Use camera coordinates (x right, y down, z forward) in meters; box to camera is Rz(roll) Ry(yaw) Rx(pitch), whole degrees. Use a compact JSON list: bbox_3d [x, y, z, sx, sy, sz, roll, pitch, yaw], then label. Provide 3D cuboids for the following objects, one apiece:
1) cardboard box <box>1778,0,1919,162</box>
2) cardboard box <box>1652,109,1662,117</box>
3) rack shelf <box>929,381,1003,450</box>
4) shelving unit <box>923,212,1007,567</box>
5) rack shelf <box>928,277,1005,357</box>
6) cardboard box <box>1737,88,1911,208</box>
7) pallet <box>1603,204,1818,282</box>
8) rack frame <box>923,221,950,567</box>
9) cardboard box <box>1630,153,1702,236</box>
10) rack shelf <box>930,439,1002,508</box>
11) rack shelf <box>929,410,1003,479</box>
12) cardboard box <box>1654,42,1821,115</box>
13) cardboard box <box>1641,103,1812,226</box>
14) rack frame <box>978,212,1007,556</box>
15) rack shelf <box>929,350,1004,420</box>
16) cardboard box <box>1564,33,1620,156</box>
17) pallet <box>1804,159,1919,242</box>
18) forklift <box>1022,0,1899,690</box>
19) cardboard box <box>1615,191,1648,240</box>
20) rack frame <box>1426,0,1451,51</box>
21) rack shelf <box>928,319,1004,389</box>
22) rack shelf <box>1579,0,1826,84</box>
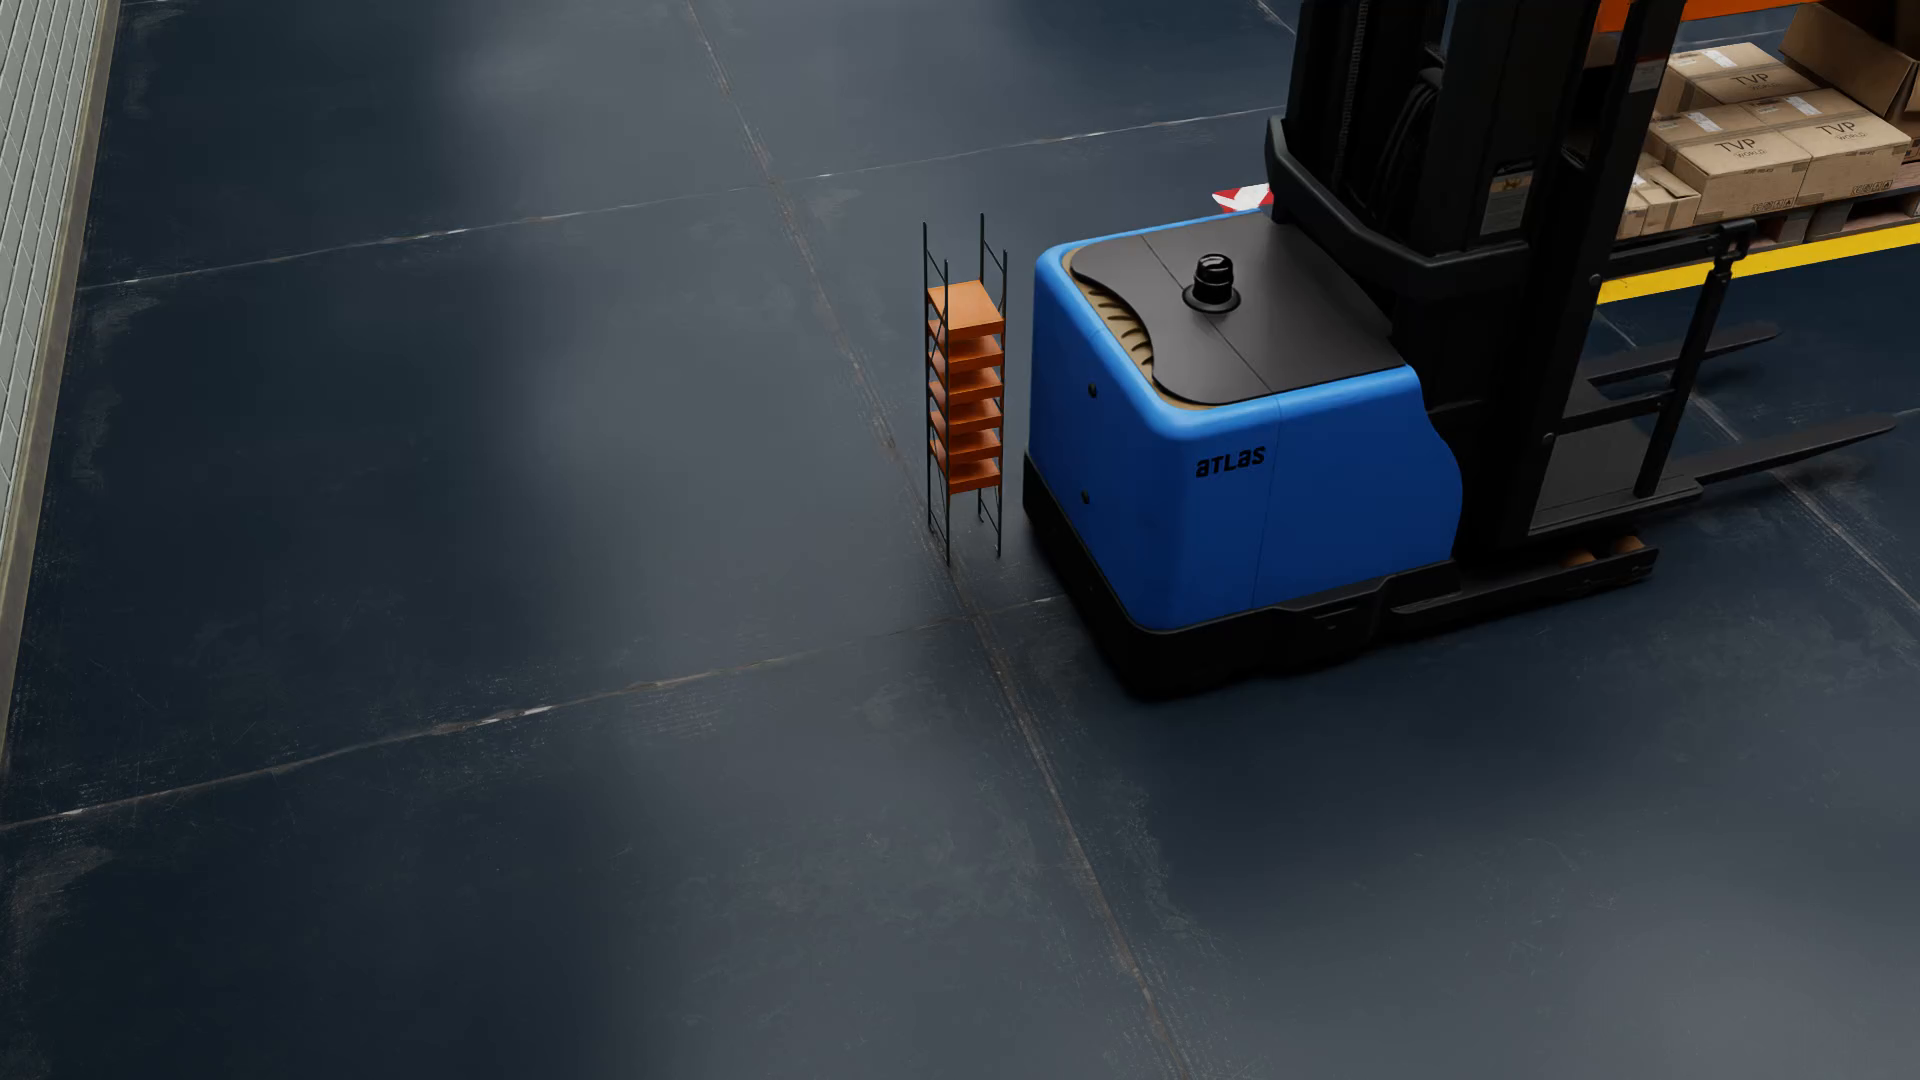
[{"bbox_3d":[4.145,-2.080,7.414,0.637,0.503,0.797,-12,42,-13],"label":"cardboard box"},{"bbox_3d":[2.978,-1.823,7.376,0.250,0.166,0.380,-12,42,-13],"label":"cardboard box"},{"bbox_3d":[0.014,-0.421,5.388,0.180,0.103,0.258,-12,42,-13],"label":"rack shelf"},{"bbox_3d":[0.014,-0.455,5.359,0.189,1.200,0.258,-12,42,-13],"label":"shelving unit"},{"bbox_3d":[0.014,-0.692,5.151,0.180,0.103,0.258,-12,42,-13],"label":"rack shelf"},{"bbox_3d":[3.678,-1.696,7.167,0.500,0.250,0.500,-12,42,-13],"label":"cardboard box"},{"bbox_3d":[2.953,-1.561,7.377,1.213,0.211,1.003,-12,42,-13],"label":"pallet"},{"bbox_3d":[-0.073,-0.437,5.338,0.006,1.200,0.240,-12,42,-13],"label":"rack frame"},{"bbox_3d":[2.861,-1.454,6.953,0.250,0.166,0.380,-12,42,-13],"label":"cardboard box"},{"bbox_3d":[0.014,-0.241,5.546,0.180,0.103,0.258,-12,42,-13],"label":"rack shelf"},{"bbox_3d":[0.014,-0.331,5.467,0.180,0.103,0.258,-12,42,-13],"label":"rack shelf"},{"bbox_3d":[3.480,-2.000,7.514,0.500,0.250,0.500,-12,42,-13],"label":"cardboard box"},{"bbox_3d":[3.201,-1.597,7.054,0.500,0.250,0.500,-12,42,-13],"label":"cardboard box"},{"bbox_3d":[0.101,-0.473,5.379,0.006,1.200,0.240,-12,42,-13],"label":"rack frame"},{"bbox_3d":[0.014,-0.512,5.309,0.180,0.103,0.258,-12,42,-13],"label":"rack shelf"},{"bbox_3d":[2.565,-1.925,7.239,0.500,0.500,0.500,-12,42,-13],"label":"cardboard box"},{"bbox_3d":[4.114,-1.800,7.650,1.213,0.211,1.003,-12,42,-13],"label":"pallet"},{"bbox_3d":[1.791,-1.227,4.926,3.031,2.935,1.130,-13,43,-15],"label":"forklift"},{"bbox_3d":[2.623,-1.398,6.902,0.250,0.149,0.380,-12,42,-13],"label":"cardboard box"},{"bbox_3d":[2.120,-2.438,6.261,0.127,3.000,1.000,-12,42,-13],"label":"rack frame"},{"bbox_3d":[0.014,-0.602,5.230,0.180,0.103,0.258,-12,42,-13],"label":"rack shelf"},{"bbox_3d":[4.028,-2.563,6.950,4.000,0.370,1.077,-12,42,-13],"label":"rack shelf"}]
